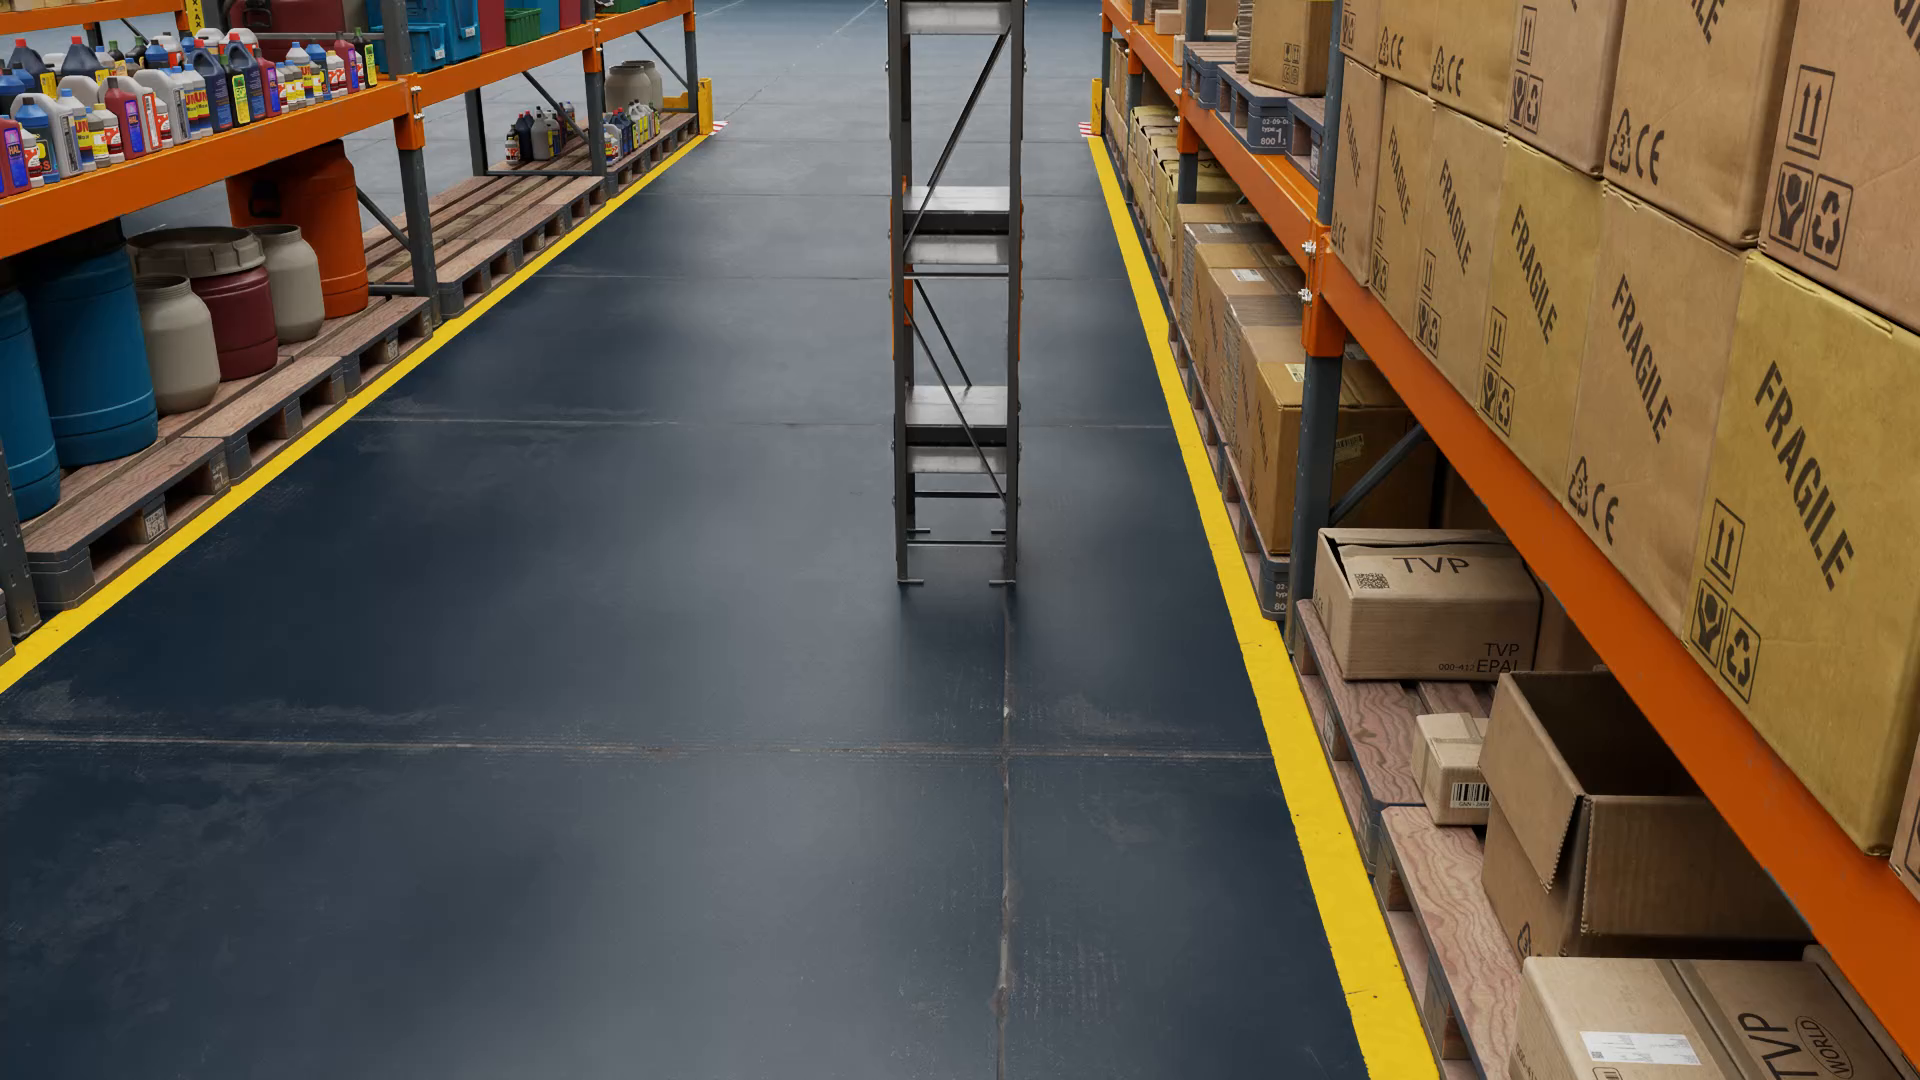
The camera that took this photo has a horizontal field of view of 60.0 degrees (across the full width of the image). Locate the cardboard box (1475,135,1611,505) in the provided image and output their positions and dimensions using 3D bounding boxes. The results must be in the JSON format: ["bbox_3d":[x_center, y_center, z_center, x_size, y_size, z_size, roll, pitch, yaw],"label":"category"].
[{"bbox_3d":[1.179,-0.369,2.695,0.500,0.500,0.500,0,21,1],"label":"cardboard box"}]

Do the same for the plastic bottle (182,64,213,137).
[{"bbox_3d":[-2.976,-1.708,6.462,0.097,0.271,0.097,0,21,0],"label":"plastic bottle"}]

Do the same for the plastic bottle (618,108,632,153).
[{"bbox_3d":[-2.752,-3.328,13.512,0.144,0.351,0.185,0,21,-1],"label":"plastic bottle"}]

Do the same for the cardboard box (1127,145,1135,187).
[{"bbox_3d":[1.494,-2.717,12.105,0.500,0.250,0.500,0,21,0],"label":"cardboard box"}]

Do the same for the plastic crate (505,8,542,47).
[{"bbox_3d":[-2.968,-3.270,10.604,0.450,0.188,0.662,1,21,2],"label":"plastic crate"}]

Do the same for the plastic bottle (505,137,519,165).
[{"bbox_3d":[-3.497,-3.037,12.970,0.097,0.201,0.097,0,21,0],"label":"plastic bottle"}]

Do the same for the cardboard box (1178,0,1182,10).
[{"bbox_3d":[1.783,-3.698,11.619,0.500,0.250,0.500,2,21,5],"label":"cardboard box"}]

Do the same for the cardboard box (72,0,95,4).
[{"bbox_3d":[-7.769,-4.737,14.437,0.380,0.149,0.250,1,21,2],"label":"cardboard box"}]

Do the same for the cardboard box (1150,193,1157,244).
[{"bbox_3d":[1.435,-1.975,10.192,0.500,0.250,0.500,1,21,3],"label":"cardboard box"}]

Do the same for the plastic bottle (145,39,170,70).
[{"bbox_3d":[-3.639,-2.133,7.558,0.097,0.271,0.097,0,21,0],"label":"plastic bottle"}]

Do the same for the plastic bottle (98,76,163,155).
[{"bbox_3d":[-3.017,-1.549,6.047,0.152,0.276,0.135,1,21,2],"label":"plastic bottle"}]

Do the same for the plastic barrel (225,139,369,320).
[{"bbox_3d":[-3.316,-1.563,8.329,0.600,0.830,0.708,1,21,2],"label":"plastic barrel"}]

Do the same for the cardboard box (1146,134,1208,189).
[{"bbox_3d":[1.447,-2.419,10.561,0.500,0.311,0.500,1,21,3],"label":"cardboard box"}]

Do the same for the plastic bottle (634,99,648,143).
[{"bbox_3d":[-2.733,-3.549,14.081,0.144,0.351,0.185,2,21,4],"label":"plastic bottle"}]

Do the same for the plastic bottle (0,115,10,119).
[{"bbox_3d":[-3.159,-1.307,5.525,0.097,0.201,0.097,0,21,0],"label":"plastic bottle"}]

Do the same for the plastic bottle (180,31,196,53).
[{"bbox_3d":[-3.685,-2.301,7.991,0.097,0.271,0.097,0,21,0],"label":"plastic bottle"}]

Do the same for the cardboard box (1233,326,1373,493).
[{"bbox_3d":[1.263,-0.453,5.898,0.500,0.500,0.500,1,21,2],"label":"cardboard box"}]

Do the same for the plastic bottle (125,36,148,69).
[{"bbox_3d":[-3.718,-2.133,7.541,0.061,0.283,0.133,1,21,2],"label":"plastic bottle"}]

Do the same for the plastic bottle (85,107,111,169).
[{"bbox_3d":[-3.000,-1.389,5.737,0.097,0.201,0.097,0,21,0],"label":"plastic bottle"}]

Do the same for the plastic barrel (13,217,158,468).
[{"bbox_3d":[-3.385,-0.779,6.211,0.600,0.901,0.708,1,21,2],"label":"plastic barrel"}]

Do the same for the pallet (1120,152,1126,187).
[{"bbox_3d":[1.820,-2.933,13.296,1.003,0.211,1.213,1,21,2],"label":"pallet"}]

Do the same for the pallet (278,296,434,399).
[{"bbox_3d":[-3.301,-0.970,8.237,1.003,0.211,1.213,1,21,2],"label":"pallet"}]

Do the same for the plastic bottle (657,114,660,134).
[{"bbox_3d":[-2.693,-3.680,14.626,0.097,0.201,0.097,0,21,0],"label":"plastic bottle"}]

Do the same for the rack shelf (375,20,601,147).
[{"bbox_3d":[-3.258,-2.943,10.463,1.077,0.370,4.000,1,21,2],"label":"rack shelf"}]

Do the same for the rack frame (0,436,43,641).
[{"bbox_3d":[-3.440,-1.109,4.741,1.000,3.000,0.127,1,21,2],"label":"rack frame"}]

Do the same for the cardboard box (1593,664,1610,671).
[{"bbox_3d":[1.754,0.475,3.766,0.500,0.311,0.500,1,21,2],"label":"cardboard box"}]

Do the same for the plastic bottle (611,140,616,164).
[{"bbox_3d":[-2.746,-3.050,13.002,0.097,0.201,0.097,0,21,0],"label":"plastic bottle"}]

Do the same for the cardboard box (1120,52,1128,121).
[{"bbox_3d":[1.588,-3.741,13.708,0.500,0.500,0.500,1,21,2],"label":"cardboard box"}]

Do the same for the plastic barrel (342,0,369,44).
[{"bbox_3d":[-3.501,-2.982,9.413,0.421,0.512,0.421,0,21,0],"label":"plastic barrel"}]

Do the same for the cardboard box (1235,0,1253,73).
[{"bbox_3d":[1.507,-2.185,6.794,0.700,0.500,0.500,5,22,12],"label":"cardboard box"}]

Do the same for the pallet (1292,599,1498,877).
[{"bbox_3d":[1.489,0.495,4.462,1.003,0.211,1.213,1,21,2],"label":"pallet"}]

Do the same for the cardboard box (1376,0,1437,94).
[{"bbox_3d":[1.200,-1.212,3.487,0.500,0.500,0.500,0,21,0],"label":"cardboard box"}]

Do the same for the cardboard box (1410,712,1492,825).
[{"bbox_3d":[1.266,0.525,3.839,0.380,0.166,0.250,1,21,2],"label":"cardboard box"}]

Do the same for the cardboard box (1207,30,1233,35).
[{"bbox_3d":[1.615,-2.844,9.560,0.380,0.149,0.250,2,21,6],"label":"cardboard box"}]

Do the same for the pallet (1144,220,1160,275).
[{"bbox_3d":[1.737,-1.937,10.729,1.003,0.211,1.213,1,21,2],"label":"pallet"}]

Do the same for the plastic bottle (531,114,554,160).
[{"bbox_3d":[-3.321,-3.206,13.200,0.144,0.351,0.185,1,21,2],"label":"plastic bottle"}]

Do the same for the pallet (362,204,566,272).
[{"bbox_3d":[-3.216,-1.975,10.828,1.003,0.211,1.213,1,21,2],"label":"pallet"}]

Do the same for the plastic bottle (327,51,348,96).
[{"bbox_3d":[-2.933,-2.187,7.794,0.097,0.201,0.097,0,21,0],"label":"plastic bottle"}]

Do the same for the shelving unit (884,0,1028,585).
[{"bbox_3d":[-0.005,-0.919,5.495,0.431,2.100,0.503,1,21,2],"label":"shelving unit"}]

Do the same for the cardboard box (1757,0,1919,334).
[{"bbox_3d":[1.142,-0.467,1.564,0.500,0.500,0.500,1,21,3],"label":"cardboard box"}]

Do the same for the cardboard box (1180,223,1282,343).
[{"bbox_3d":[1.323,-1.189,7.793,0.500,0.500,0.500,0,21,0],"label":"cardboard box"}]

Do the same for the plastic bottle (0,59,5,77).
[{"bbox_3d":[-3.752,-1.732,6.508,0.061,0.283,0.133,1,21,2],"label":"plastic bottle"}]

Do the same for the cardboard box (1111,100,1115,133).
[{"bbox_3d":[1.610,-3.753,14.776,0.500,0.250,0.500,1,21,2],"label":"cardboard box"}]

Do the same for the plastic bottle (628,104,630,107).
[{"bbox_3d":[-2.834,-3.628,14.380,0.061,0.283,0.133,1,21,2],"label":"plastic bottle"}]

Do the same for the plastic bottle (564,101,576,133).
[{"bbox_3d":[-3.442,-3.729,14.657,0.097,0.271,0.097,0,21,0],"label":"plastic bottle"}]

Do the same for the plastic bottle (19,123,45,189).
[{"bbox_3d":[-3.013,-1.235,5.339,0.097,0.201,0.097,0,21,0],"label":"plastic bottle"}]

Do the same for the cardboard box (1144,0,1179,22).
[{"bbox_3d":[1.761,-4.153,12.448,0.700,0.500,0.500,0,21,0],"label":"cardboard box"}]

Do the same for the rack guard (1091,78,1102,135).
[{"bbox_3d":[1.877,-4.236,16.254,1.175,0.500,0.348,1,21,2],"label":"rack guard"}]

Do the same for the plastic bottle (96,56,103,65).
[{"bbox_3d":[-3.714,-1.967,7.129,0.097,0.271,0.097,0,21,0],"label":"plastic bottle"}]

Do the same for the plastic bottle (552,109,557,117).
[{"bbox_3d":[-3.455,-3.569,14.244,0.097,0.271,0.097,0,21,0],"label":"plastic bottle"}]

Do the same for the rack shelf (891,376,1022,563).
[{"bbox_3d":[-0.005,-0.254,5.753,0.431,0.518,0.480,1,21,2],"label":"rack shelf"}]

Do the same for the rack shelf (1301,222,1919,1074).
[{"bbox_3d":[1.450,0.005,2.864,1.077,0.370,4.000,1,21,2],"label":"rack shelf"}]

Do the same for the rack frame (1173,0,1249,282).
[{"bbox_3d":[1.633,-2.500,8.325,1.000,3.000,0.127,1,21,2],"label":"rack frame"}]

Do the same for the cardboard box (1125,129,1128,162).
[{"bbox_3d":[1.550,-3.030,12.912,0.500,0.250,0.500,1,21,2],"label":"cardboard box"}]

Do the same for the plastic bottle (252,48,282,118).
[{"bbox_3d":[-2.939,-1.937,7.036,0.061,0.283,0.133,1,21,2],"label":"plastic bottle"}]

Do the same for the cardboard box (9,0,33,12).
[{"bbox_3d":[-7.793,-4.375,13.505,0.380,0.149,0.250,1,21,2],"label":"cardboard box"}]

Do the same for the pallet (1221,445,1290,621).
[{"bbox_3d":[1.498,-0.048,5.861,1.003,0.211,1.213,1,21,2],"label":"pallet"}]
